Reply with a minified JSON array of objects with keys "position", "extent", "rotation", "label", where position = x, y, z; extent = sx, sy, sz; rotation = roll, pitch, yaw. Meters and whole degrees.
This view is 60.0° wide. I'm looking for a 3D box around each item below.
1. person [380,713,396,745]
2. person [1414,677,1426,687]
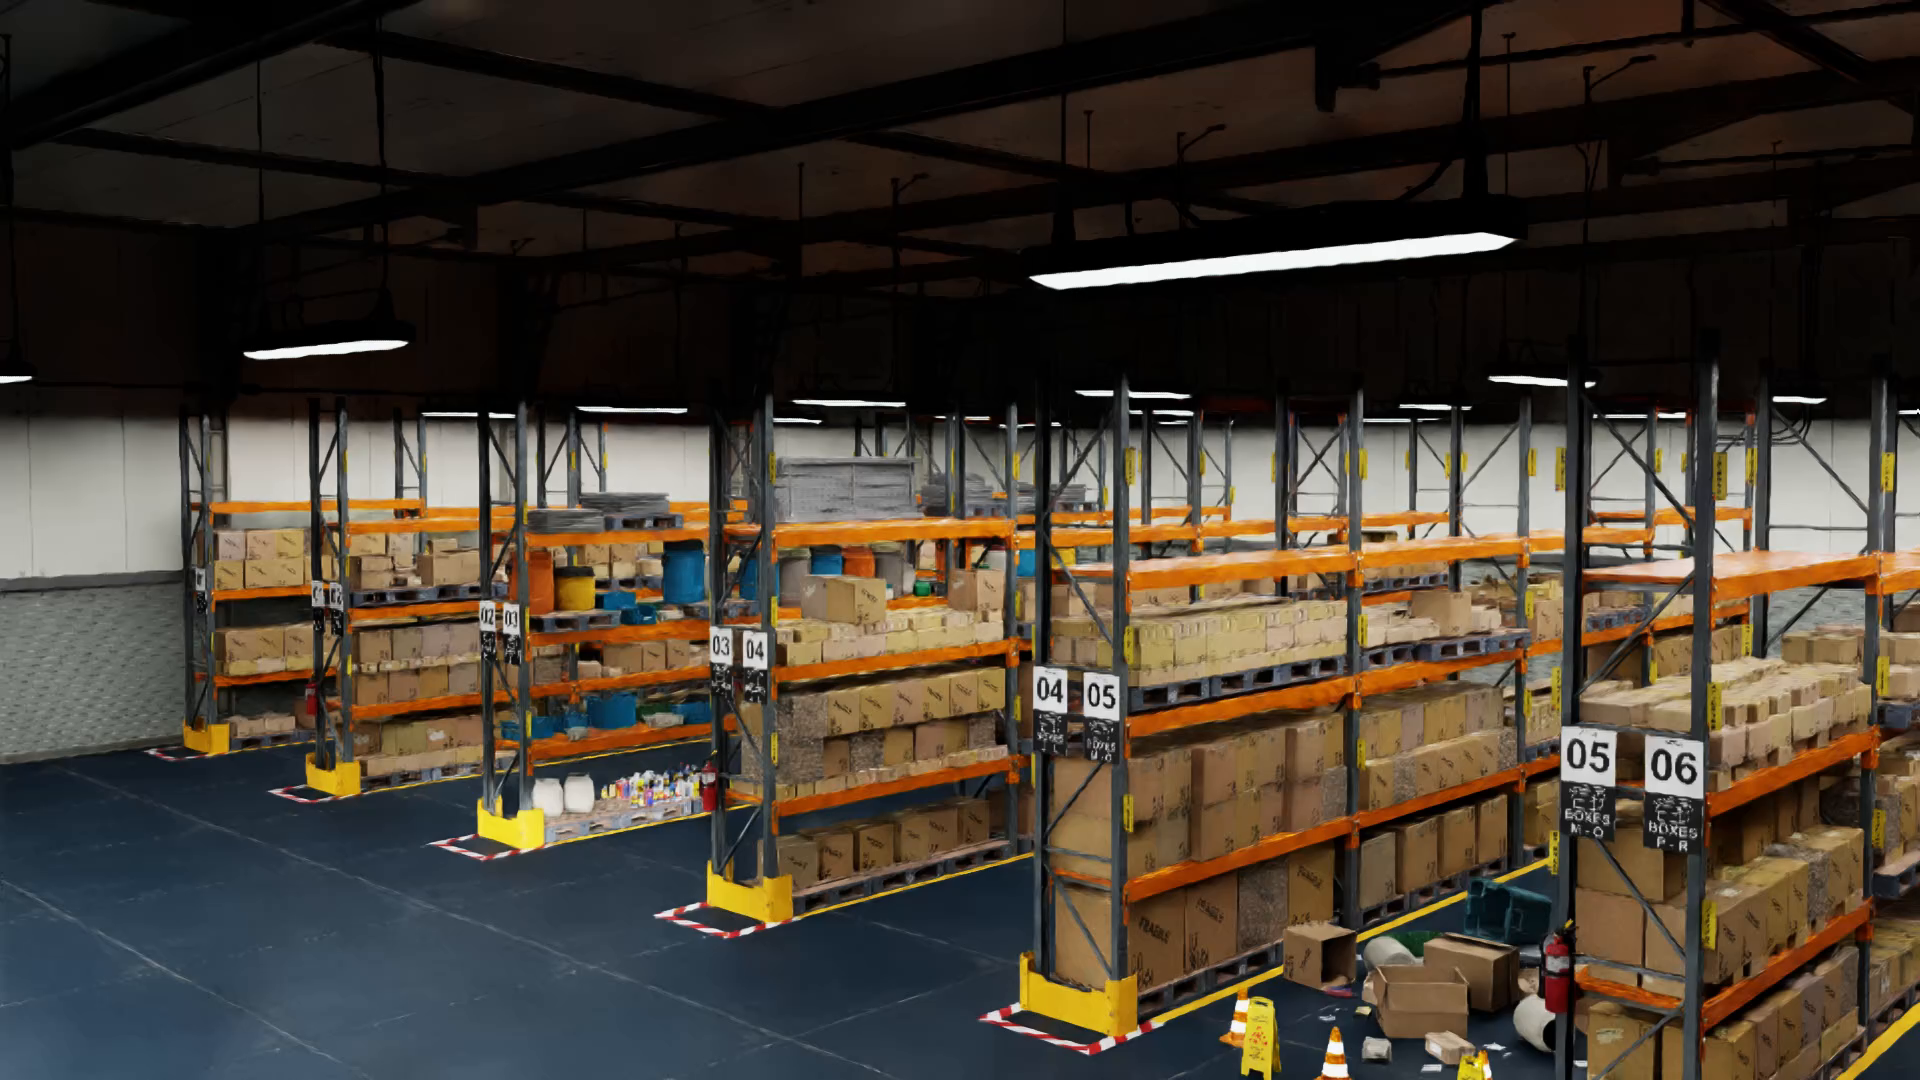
[{"position":[-9.920,2.880,28.771],"extent":[0.416,1.522,1.035],"rotation":[3,4,41],"label":"person"},{"position":[7.438,2.939,26.722],"extent":[0.458,1.598,1.010],"rotation":[3,4,43],"label":"person"}]
